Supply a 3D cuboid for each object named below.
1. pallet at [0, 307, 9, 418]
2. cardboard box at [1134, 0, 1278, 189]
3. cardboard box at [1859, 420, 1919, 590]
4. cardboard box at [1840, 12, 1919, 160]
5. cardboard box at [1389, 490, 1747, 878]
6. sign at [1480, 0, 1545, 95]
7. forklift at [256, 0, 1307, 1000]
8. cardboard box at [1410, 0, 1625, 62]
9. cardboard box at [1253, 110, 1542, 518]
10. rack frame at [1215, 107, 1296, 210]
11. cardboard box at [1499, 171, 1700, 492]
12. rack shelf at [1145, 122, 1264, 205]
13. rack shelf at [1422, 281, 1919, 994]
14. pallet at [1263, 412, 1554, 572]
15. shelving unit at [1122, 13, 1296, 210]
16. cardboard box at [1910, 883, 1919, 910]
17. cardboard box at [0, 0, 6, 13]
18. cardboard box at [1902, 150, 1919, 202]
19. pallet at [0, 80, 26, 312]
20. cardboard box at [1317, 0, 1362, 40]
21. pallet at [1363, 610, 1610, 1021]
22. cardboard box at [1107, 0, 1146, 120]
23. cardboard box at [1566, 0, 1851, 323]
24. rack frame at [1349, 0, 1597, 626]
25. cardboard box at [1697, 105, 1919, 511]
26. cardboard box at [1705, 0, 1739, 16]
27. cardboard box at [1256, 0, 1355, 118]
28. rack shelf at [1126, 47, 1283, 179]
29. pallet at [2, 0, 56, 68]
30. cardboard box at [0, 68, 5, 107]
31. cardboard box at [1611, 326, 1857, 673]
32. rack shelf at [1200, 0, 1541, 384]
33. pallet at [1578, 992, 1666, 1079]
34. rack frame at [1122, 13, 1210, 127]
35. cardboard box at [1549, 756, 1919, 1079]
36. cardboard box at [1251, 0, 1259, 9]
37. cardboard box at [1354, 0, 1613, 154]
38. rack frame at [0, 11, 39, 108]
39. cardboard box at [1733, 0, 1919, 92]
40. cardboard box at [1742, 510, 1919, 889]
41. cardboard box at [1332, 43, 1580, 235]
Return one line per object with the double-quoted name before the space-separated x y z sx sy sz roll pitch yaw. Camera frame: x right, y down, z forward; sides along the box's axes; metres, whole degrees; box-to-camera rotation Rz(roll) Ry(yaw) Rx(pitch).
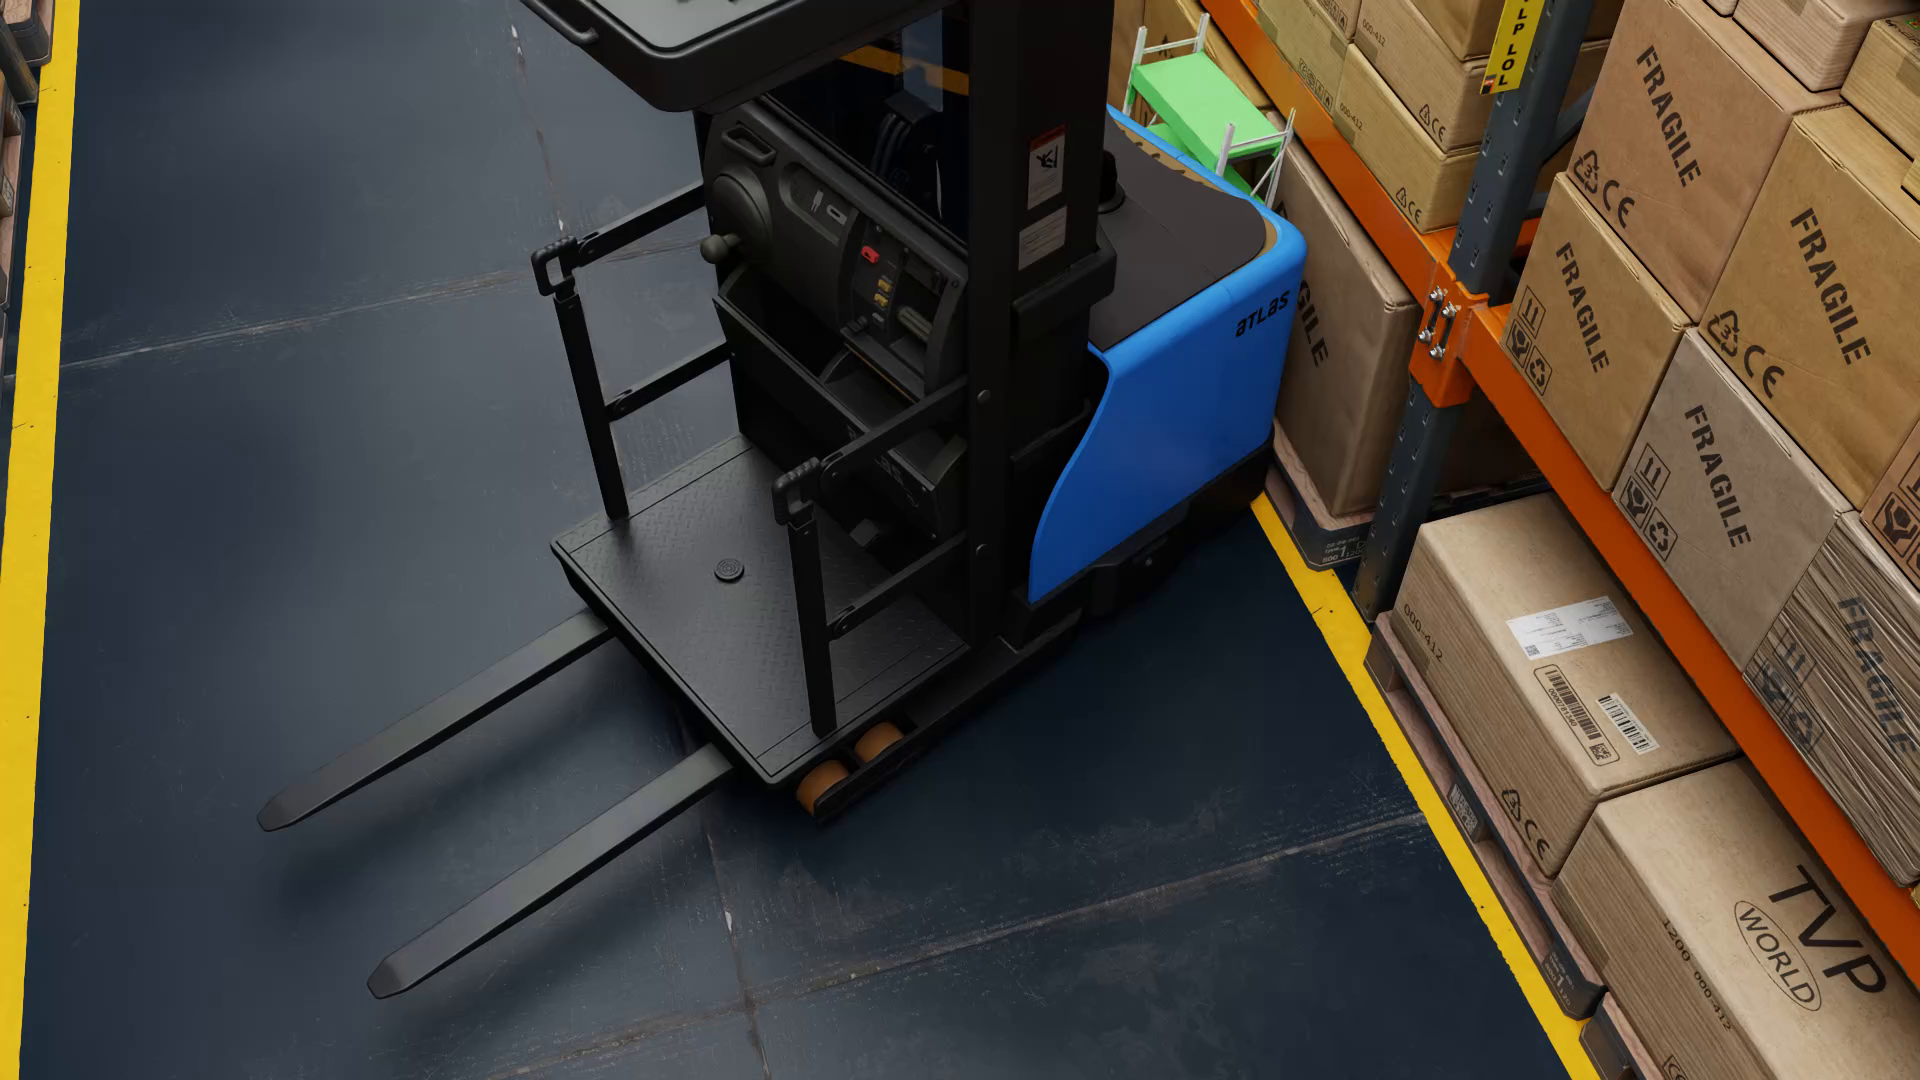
"pallet" -3.690 -0.319 5.381 1.003 0.211 1.213 -13 51 -11
"cardboard box" 1.158 -1.408 5.590 0.875 0.875 0.875 -12 51 -10
"cardboard box" 1.886 -0.070 2.627 0.500 0.500 0.500 -12 51 -10
"cardboard box" 1.744 -0.778 2.801 0.380 0.149 0.250 -14 51 -11
"cardboard box" 1.775 0.309 4.429 0.875 0.438 0.875 -14 51 -12
"sign" 1.177 -1.083 3.495 0.100 0.325 0.005 -13 51 -11
"forklift" -0.475 -0.635 3.868 3.031 2.935 1.130 -33 57 -25
"cardboard box" 1.320 -1.489 3.824 0.500 0.500 0.500 -12 51 -10
"cardboard box" 1.432 -0.750 5.035 0.875 0.875 0.875 -12 51 -10
"rack frame" 0.800 -0.808 5.130 0.240 1.200 0.015 -18 55 -20
"cardboard box" 1.581 -0.495 3.640 0.500 0.500 0.500 -12 51 -10
"rack shelf" 0.708 -1.095 5.127 0.258 0.148 0.480 -18 55 -20
"rack shelf" 2.283 0.828 3.061 1.077 0.370 4.000 -13 51 -11
"pallet" 1.392 -0.512 5.544 1.003 0.211 1.213 -13 51 -11
"shelving unit" 0.692 -0.983 5.262 0.258 1.200 0.503 -18 55 -20
"cardboard box" 2.019 0.614 2.705 0.500 0.500 0.500 -12 51 -10
"cardboard box" -4.403 -2.490 6.665 0.875 0.625 0.625 -12 51 -10
"cardboard box" 1.759 -0.583 2.636 0.380 0.149 0.250 -14 51 -11
"pallet" -4.047 -1.208 6.131 1.003 0.211 1.213 -13 51 -11
"cardboard box" 1.174 -1.608 4.415 0.500 0.250 0.500 -12 51 -10
"pallet" 1.842 0.607 4.600 1.003 0.211 1.213 -13 51 -11
"cardboard box" 0.894 -2.061 6.141 0.875 0.875 0.875 -13 51 -11
"cardboard box" 1.601 -0.817 3.257 0.500 0.500 0.500 -13 51 -11
"rack frame" 1.692 -0.865 4.017 1.000 3.000 0.127 -13 51 -11
"cardboard box" 1.745 -0.446 2.945 0.500 0.500 0.500 -14 51 -11
"cardboard box" 1.537 -1.139 3.105 0.380 0.149 0.250 -14 51 -12
"cardboard box" 1.169 -1.459 4.616 0.500 0.250 0.500 -14 51 -11
"rack shelf" 0.729 -1.247 4.943 0.258 0.148 0.480 -18 55 -20
"pallet" -4.438 -2.372 7.112 1.003 0.211 1.213 -13 51 -11
"cardboard box" -3.901 -1.731 6.107 0.500 0.500 0.500 -12 51 -10
"cardboard box" 1.726 -0.127 3.329 0.500 0.500 0.500 -13 51 -11
"rack shelf" 1.101 -2.094 5.524 1.077 0.370 4.000 -13 51 -11
"pallet" 2.207 1.500 3.848 1.003 0.211 1.213 -13 51 -11
"rack frame" 0.583 -1.157 5.394 0.240 1.200 0.015 -18 55 -20
"cardboard box" 2.040 0.962 3.878 0.875 0.438 0.875 -15 51 -12
"cardboard box" 1.038 -1.832 4.931 0.500 0.250 0.500 -15 51 -12
"cardboard box" 1.329 -1.244 4.108 0.500 0.250 0.500 -13 51 -11
"rack frame" -4.231 -2.661 5.531 1.000 3.000 0.127 -13 51 -11
"cardboard box" 1.629 -0.955 2.950 0.380 0.149 0.250 -13 51 -10
"cardboard box" 1.866 0.238 3.022 0.500 0.500 0.500 -13 51 -11
"cardboard box" 1.319 -1.087 4.303 0.500 0.250 0.500 -14 51 -12
